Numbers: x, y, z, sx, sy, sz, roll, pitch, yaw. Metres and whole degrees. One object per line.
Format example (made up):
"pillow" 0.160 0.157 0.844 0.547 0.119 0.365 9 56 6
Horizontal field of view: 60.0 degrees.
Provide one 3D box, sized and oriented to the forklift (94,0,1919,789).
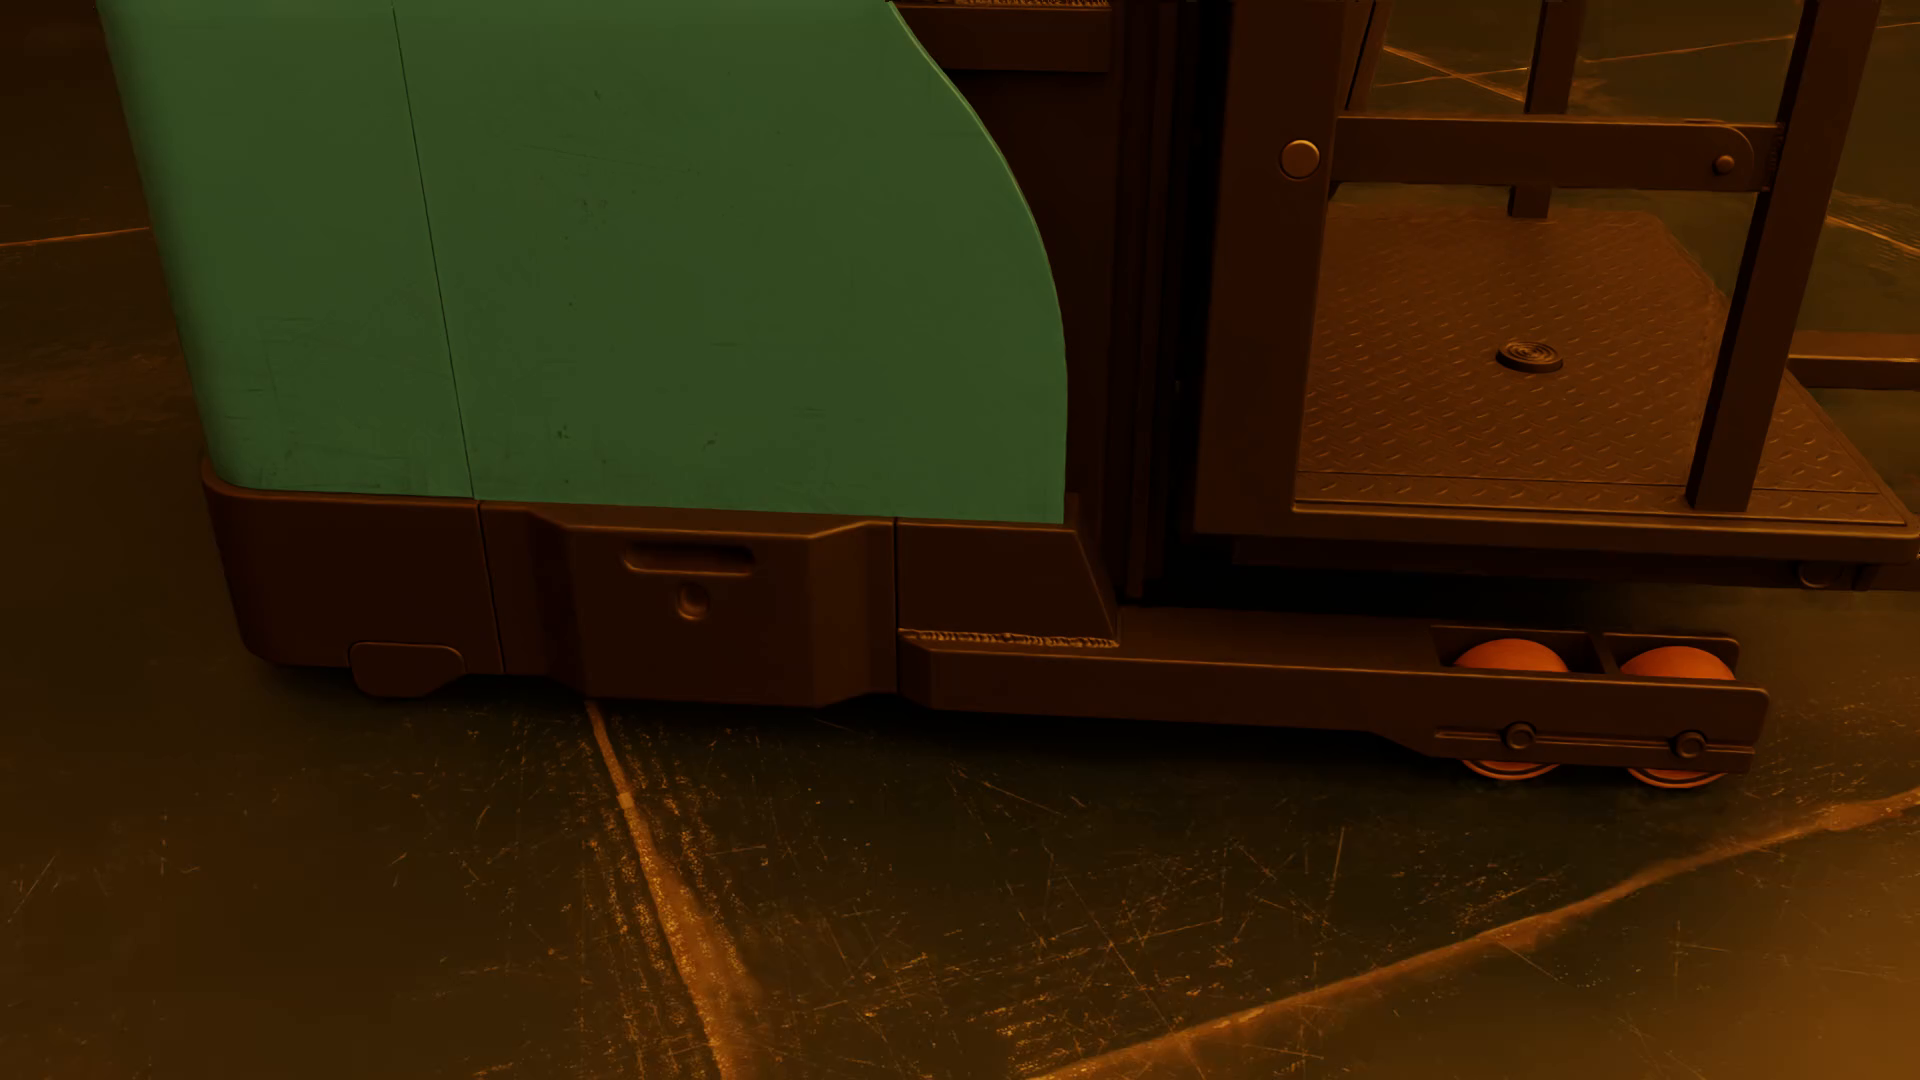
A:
"forklift" 0.613 -1.253 1.739 3.031 2.935 1.130 2 30 4
